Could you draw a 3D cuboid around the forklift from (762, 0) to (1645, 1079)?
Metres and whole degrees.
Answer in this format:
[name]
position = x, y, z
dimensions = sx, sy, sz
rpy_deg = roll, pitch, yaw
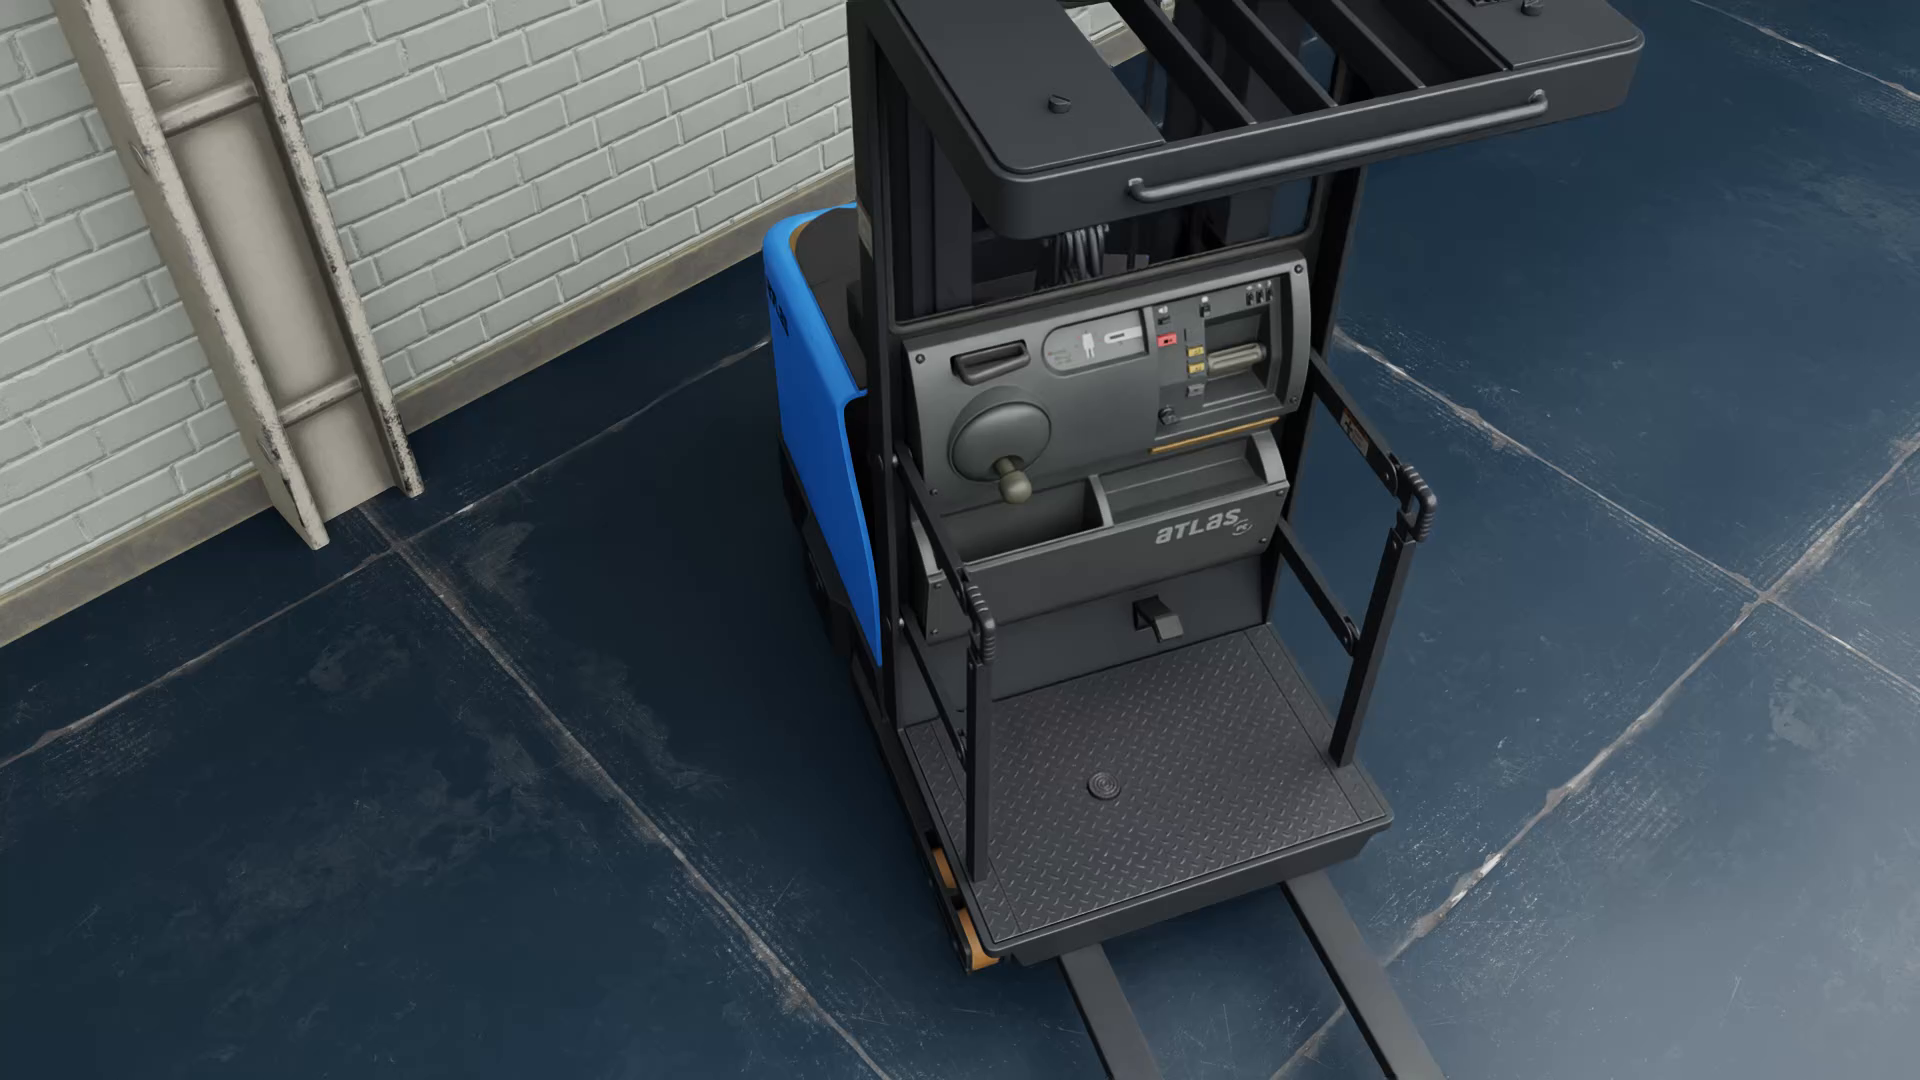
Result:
[forklift]
position = 0.414, -0.253, 3.489
dimensions = 1.130, 2.935, 3.031
rpy_deg = -15, 49, -13
